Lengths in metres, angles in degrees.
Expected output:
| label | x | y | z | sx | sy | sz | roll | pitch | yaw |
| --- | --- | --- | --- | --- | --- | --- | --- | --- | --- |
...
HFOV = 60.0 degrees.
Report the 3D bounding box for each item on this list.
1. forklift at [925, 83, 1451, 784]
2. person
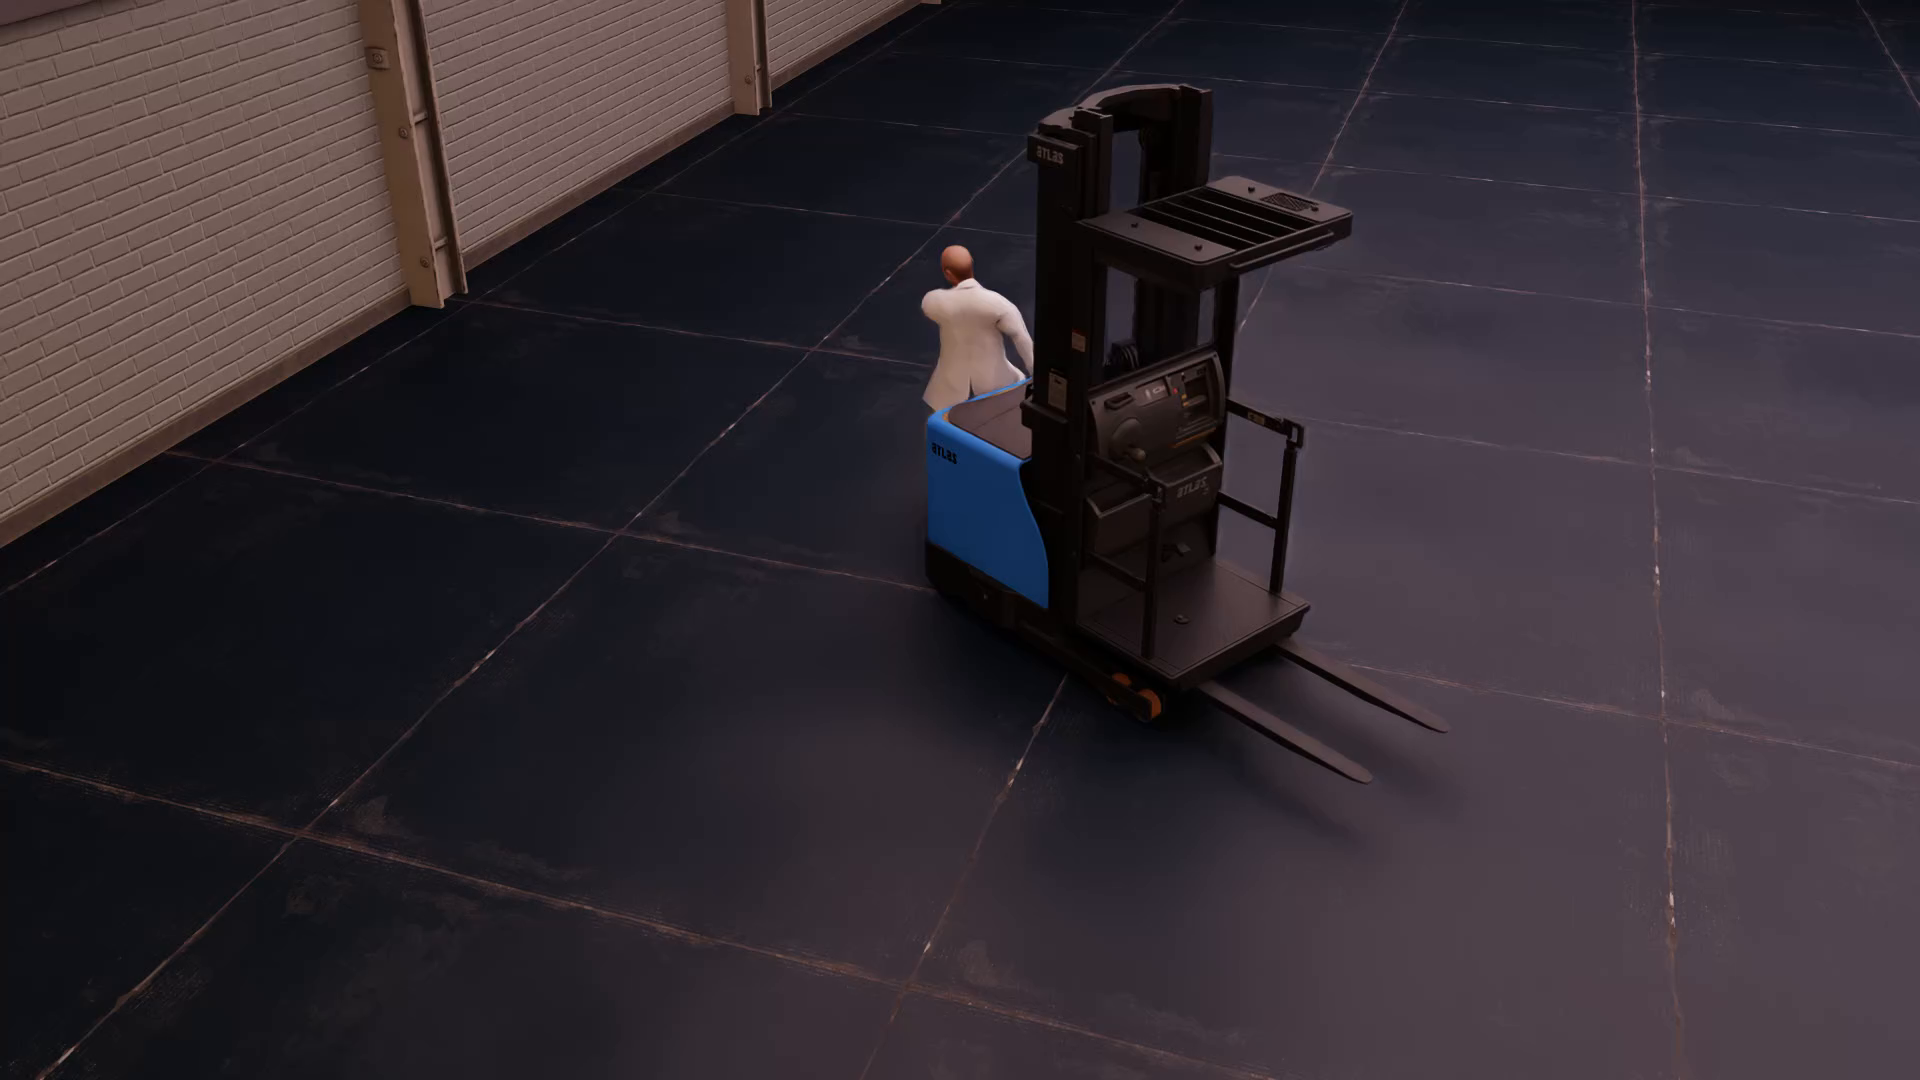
| label | x | y | z | sx | sy | sz | roll | pitch | yaw |
| --- | --- | --- | --- | --- | --- | --- | --- | --- | --- |
| forklift | 1.140 | -0.631 | 8.243 | 1.130 | 2.935 | 3.031 | -23 | 37 | -35 |
| person | 0.156 | -1.049 | 10.261 | 0.783 | 1.659 | 0.889 | 3 | 30 | 5 |
